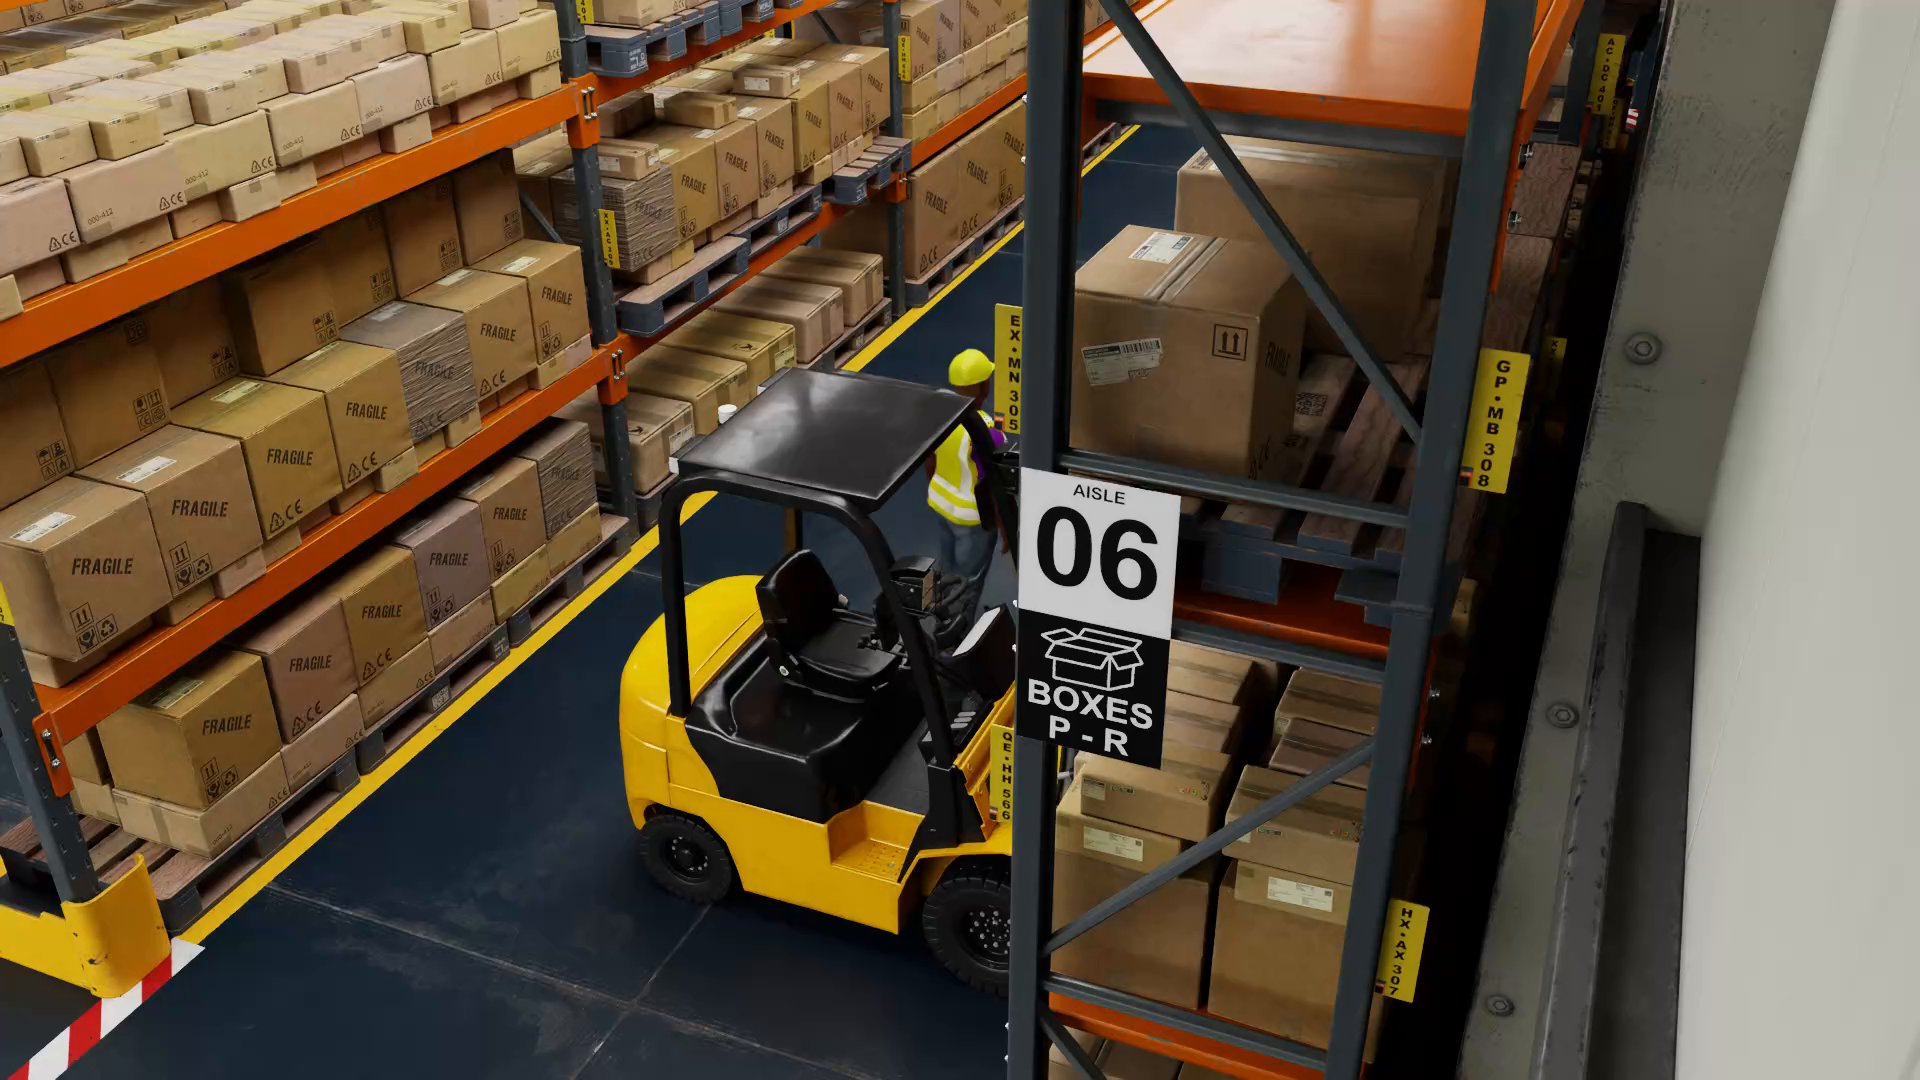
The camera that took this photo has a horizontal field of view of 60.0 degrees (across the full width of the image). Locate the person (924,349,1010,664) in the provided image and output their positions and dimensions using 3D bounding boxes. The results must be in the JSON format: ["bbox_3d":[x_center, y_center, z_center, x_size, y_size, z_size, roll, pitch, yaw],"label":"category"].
[{"bbox_3d":[0.036,-0.166,8.623,0.463,1.764,0.677,-19,34,-29],"label":"person"}]
